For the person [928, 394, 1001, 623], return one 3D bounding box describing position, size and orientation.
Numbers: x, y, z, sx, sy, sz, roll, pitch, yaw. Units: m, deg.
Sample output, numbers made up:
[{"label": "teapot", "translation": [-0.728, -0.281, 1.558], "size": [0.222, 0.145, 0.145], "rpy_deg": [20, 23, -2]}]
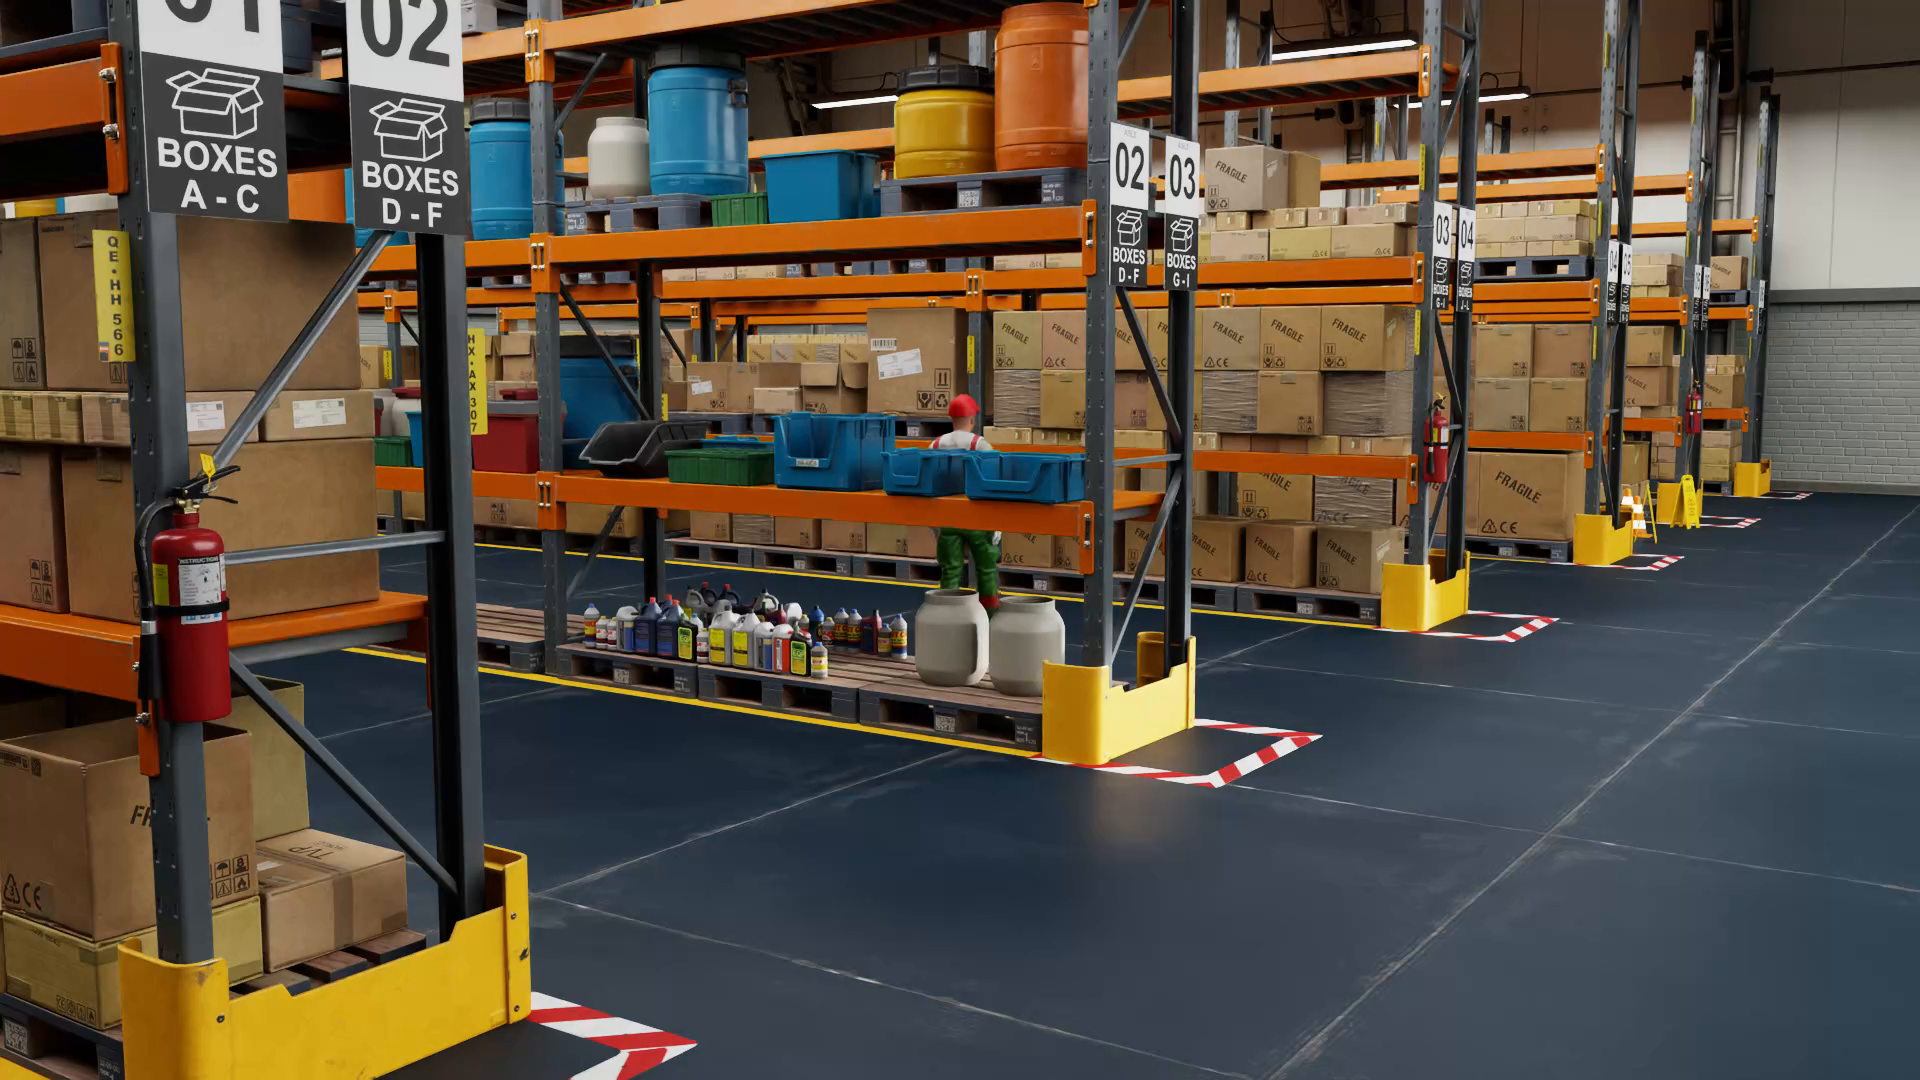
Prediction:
[{"label": "person", "translation": [0.083, -0.156, 11.917], "size": [0.555, 1.780, 0.718], "rpy_deg": [2, 7, 21]}]
